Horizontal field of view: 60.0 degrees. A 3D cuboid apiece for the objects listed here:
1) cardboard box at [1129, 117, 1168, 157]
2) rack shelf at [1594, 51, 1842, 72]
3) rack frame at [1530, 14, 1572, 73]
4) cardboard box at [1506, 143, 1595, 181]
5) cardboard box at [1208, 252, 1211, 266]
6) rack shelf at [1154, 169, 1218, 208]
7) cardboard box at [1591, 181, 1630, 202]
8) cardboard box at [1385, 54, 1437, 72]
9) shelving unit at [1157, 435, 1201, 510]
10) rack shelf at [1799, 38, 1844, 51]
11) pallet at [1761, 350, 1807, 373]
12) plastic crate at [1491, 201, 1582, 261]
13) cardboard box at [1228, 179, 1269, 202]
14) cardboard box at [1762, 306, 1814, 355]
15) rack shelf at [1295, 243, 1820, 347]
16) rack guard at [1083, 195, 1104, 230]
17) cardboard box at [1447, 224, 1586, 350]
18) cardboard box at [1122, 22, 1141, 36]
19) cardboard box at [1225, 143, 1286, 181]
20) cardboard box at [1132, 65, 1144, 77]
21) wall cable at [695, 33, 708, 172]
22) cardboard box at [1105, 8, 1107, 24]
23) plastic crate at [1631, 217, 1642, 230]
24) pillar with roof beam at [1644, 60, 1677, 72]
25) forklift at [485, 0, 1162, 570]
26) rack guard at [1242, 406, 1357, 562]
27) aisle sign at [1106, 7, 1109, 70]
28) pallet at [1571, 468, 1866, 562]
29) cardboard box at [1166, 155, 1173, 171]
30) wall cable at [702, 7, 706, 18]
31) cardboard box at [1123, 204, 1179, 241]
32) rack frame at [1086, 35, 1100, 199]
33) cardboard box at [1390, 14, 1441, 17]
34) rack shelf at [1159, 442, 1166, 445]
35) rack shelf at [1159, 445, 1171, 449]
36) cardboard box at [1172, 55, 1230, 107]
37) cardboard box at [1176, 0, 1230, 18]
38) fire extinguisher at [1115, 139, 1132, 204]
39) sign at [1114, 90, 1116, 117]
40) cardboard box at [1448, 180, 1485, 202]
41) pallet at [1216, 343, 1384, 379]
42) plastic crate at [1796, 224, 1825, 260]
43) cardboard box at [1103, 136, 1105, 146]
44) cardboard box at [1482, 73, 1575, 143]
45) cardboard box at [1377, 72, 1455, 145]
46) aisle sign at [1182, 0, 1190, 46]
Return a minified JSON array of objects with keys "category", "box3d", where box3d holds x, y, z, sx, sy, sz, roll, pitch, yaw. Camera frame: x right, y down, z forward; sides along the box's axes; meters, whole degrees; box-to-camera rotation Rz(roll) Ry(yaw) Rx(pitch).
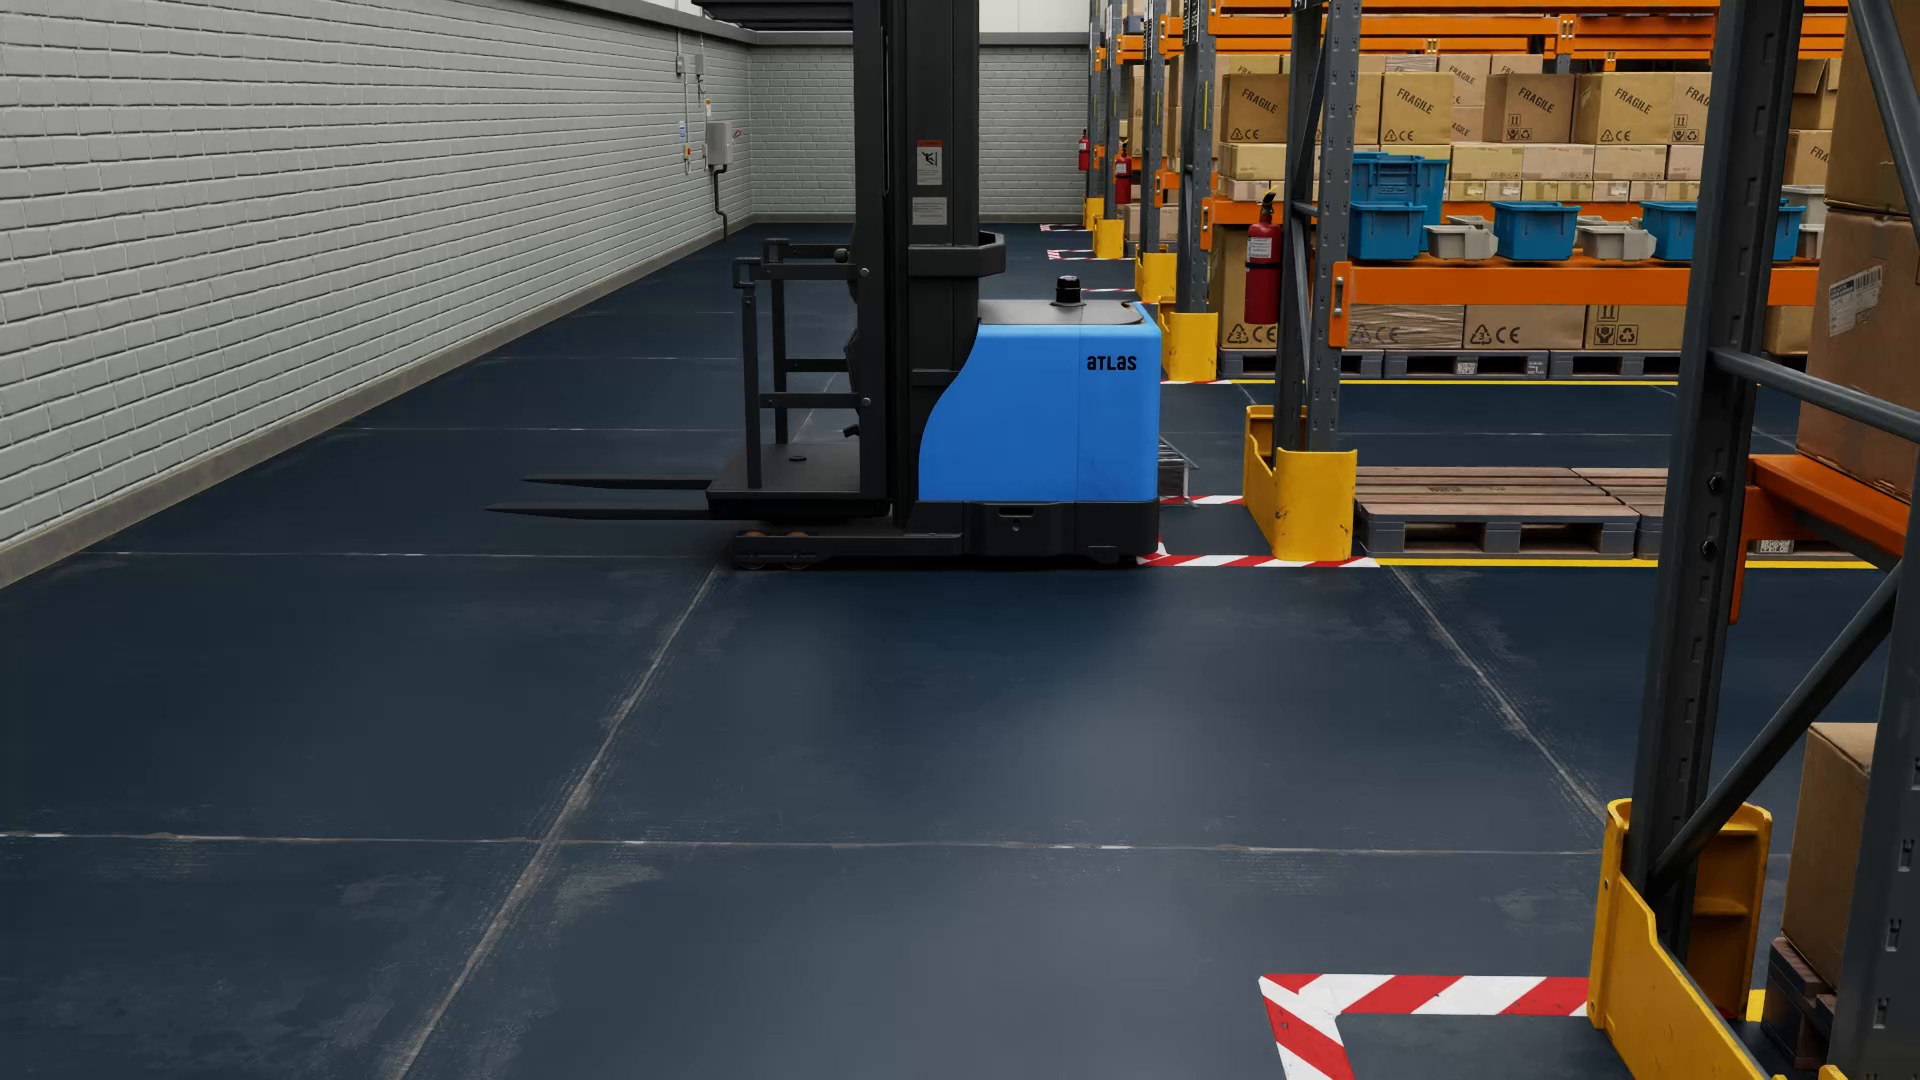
[{"category":"cardboard box","box3d":[2.485,-5.268,21.730,0.500,0.500,0.500,0,15,1]},{"category":"rack shelf","box3d":[12.133,-7.599,26.293,4.000,0.370,1.077,0,15,1]},{"category":"rack frame","box3d":[5.986,-4.007,17.146,0.127,3.000,1.000,0,15,1]},{"category":"cardboard box","box3d":[4.283,-2.756,12.116,0.500,0.250,0.500,1,15,3]},{"category":"cardboard box","box3d":[2.505,-2.932,17.256,0.250,0.149,0.380,1,15,4]},{"category":"rack shelf","box3d":[3.987,-3.672,17.288,4.000,0.370,1.077,0,15,1]},{"category":"cardboard box","box3d":[4.674,-2.544,12.097,0.250,0.149,0.380,1,15,2]},{"category":"cardboard box","box3d":[4.481,-4.625,16.752,0.500,0.500,0.500,1,15,3]},{"category":"shelving unit","box3d":[1.038,-0.371,8.824,0.258,0.210,0.900,-2,15,-7]},{"category":"rack shelf","box3d":[12.010,-6.333,21.495,4.000,0.370,1.077,0,15,1]},{"category":"pallet","box3d":[6.532,-1.408,12.764,1.213,0.211,1.003,0,15,1]},{"category":"plastic crate","box3d":[2.530,-1.364,7.339,0.300,0.233,0.416,0,15,1]},{"category":"cardboard box","box3d":[2.106,-2.561,12.158,0.250,0.149,0.380,1,15,2]},{"category":"cardboard box","box3d":[6.399,-1.919,12.576,0.875,0.875,1.225,0,15,2]},{"category":"rack shelf","box3d":[3.633,-1.145,7.708,4.000,0.370,1.077,0,15,1]},{"category":"rack guard","box3d":[2.212,-5.352,27.147,0.348,0.500,1.175,0,15,1]},{"category":"cardboard box","box3d":[4.201,-1.949,12.688,0.875,0.875,0.875,0,15,1]},{"category":"cardboard box","box3d":[2.572,-8.011,26.154,0.500,0.250,0.500,0,15,1]},{"category":"cardboard box","box3d":[2.233,-2.768,12.162,0.500,0.250,0.500,0,15,0]},{"category":"cardboard box","box3d":[2.361,-6.068,21.533,0.250,0.149,0.380,1,15,3]},{"category":"wall cable","box3d":[-3.600,-6.180,23.391,0.122,1.984,0.588,0,15,1]},{"category":"cardboard box","box3d":[2.587,-8.393,26.624,0.500,0.250,0.500,0,15,0]},{"category":"plastic crate","box3d":[3.318,-1.449,7.853,0.250,0.136,0.298,0,15,1]},{"category":"pillar with roof beam","box3d":[11.350,-8.534,22.545,0.400,9.000,9.100,0,15,1]},{"category":"forklift","box3d":[-0.626,-1.420,7.476,3.031,2.935,1.130,0,15,1]},{"category":"rack guard","box3d":[1.609,-0.294,7.973,0.348,0.500,1.175,0,15,1]},{"category":"aisle sign","box3d":[1.949,-6.632,22.002,0.004,0.787,0.394,0,15,1]},{"category":"pallet","box3d":[3.673,-0.133,7.931,1.213,0.211,1.003,0,15,1]},{"category":"cardboard box","box3d":[2.321,-3.981,17.542,0.250,0.149,0.380,0,15,1]},{"category":"wall cable","box3d":[-3.550,-9.082,24.549,0.133,3.039,2.988,0,15,1]},{"category":"cardboard box","box3d":[2.675,-4.281,22.386,0.875,0.438,0.875,0,15,0]},{"category":"rack frame","box3d":[2.136,-6.562,26.830,0.127,3.000,1.000,0,15,1]},{"category":"cardboard box","box3d":[4.482,-5.328,16.570,0.500,0.250,0.500,0,15,1]},{"category":"rack shelf","box3d":[1.009,-0.431,9.051,0.258,0.200,0.077,-2,15,-7]},{"category":"rack shelf","box3d":[1.020,-0.408,8.965,0.258,0.200,0.077,-2,15,-7]},{"category":"cardboard box","box3d":[2.429,-4.638,16.799,0.500,0.500,0.500,0,15,1]},{"category":"cardboard box","box3d":[2.430,-5.342,16.624,0.500,0.250,0.500,1,15,3]},{"category":"fire extinguisher","box3d":[1.747,-3.934,17.755,0.183,0.674,0.296,0,15,1]},{"category":"sign","box3d":[1.993,-5.611,21.376,0.005,0.325,0.100,0,15,1]},{"category":"cardboard box","box3d":[3.644,-2.551,12.121,0.250,0.149,0.380,0,15,0]},{"category":"pallet","box3d":[2.561,-1.435,12.865,1.213,0.211,1.003,0,15,1]},{"category":"plastic crate","box3d":[3.883,-1.316,7.346,0.466,0.136,0.293,0,15,1]},{"category":"cardboard box","box3d":[2.474,-6.506,27.114,0.250,0.149,0.380,0,15,1]},{"category":"cardboard box","box3d":[4.274,-3.252,12.527,0.500,0.500,0.500,0,15,0]},{"category":"cardboard box","box3d":[3.251,-3.125,12.047,0.500,0.500,0.500,0,15,0]},{"category":"aisle sign","box3d":[1.695,-4.102,12.414,0.004,0.787,0.394,0,15,1]}]
